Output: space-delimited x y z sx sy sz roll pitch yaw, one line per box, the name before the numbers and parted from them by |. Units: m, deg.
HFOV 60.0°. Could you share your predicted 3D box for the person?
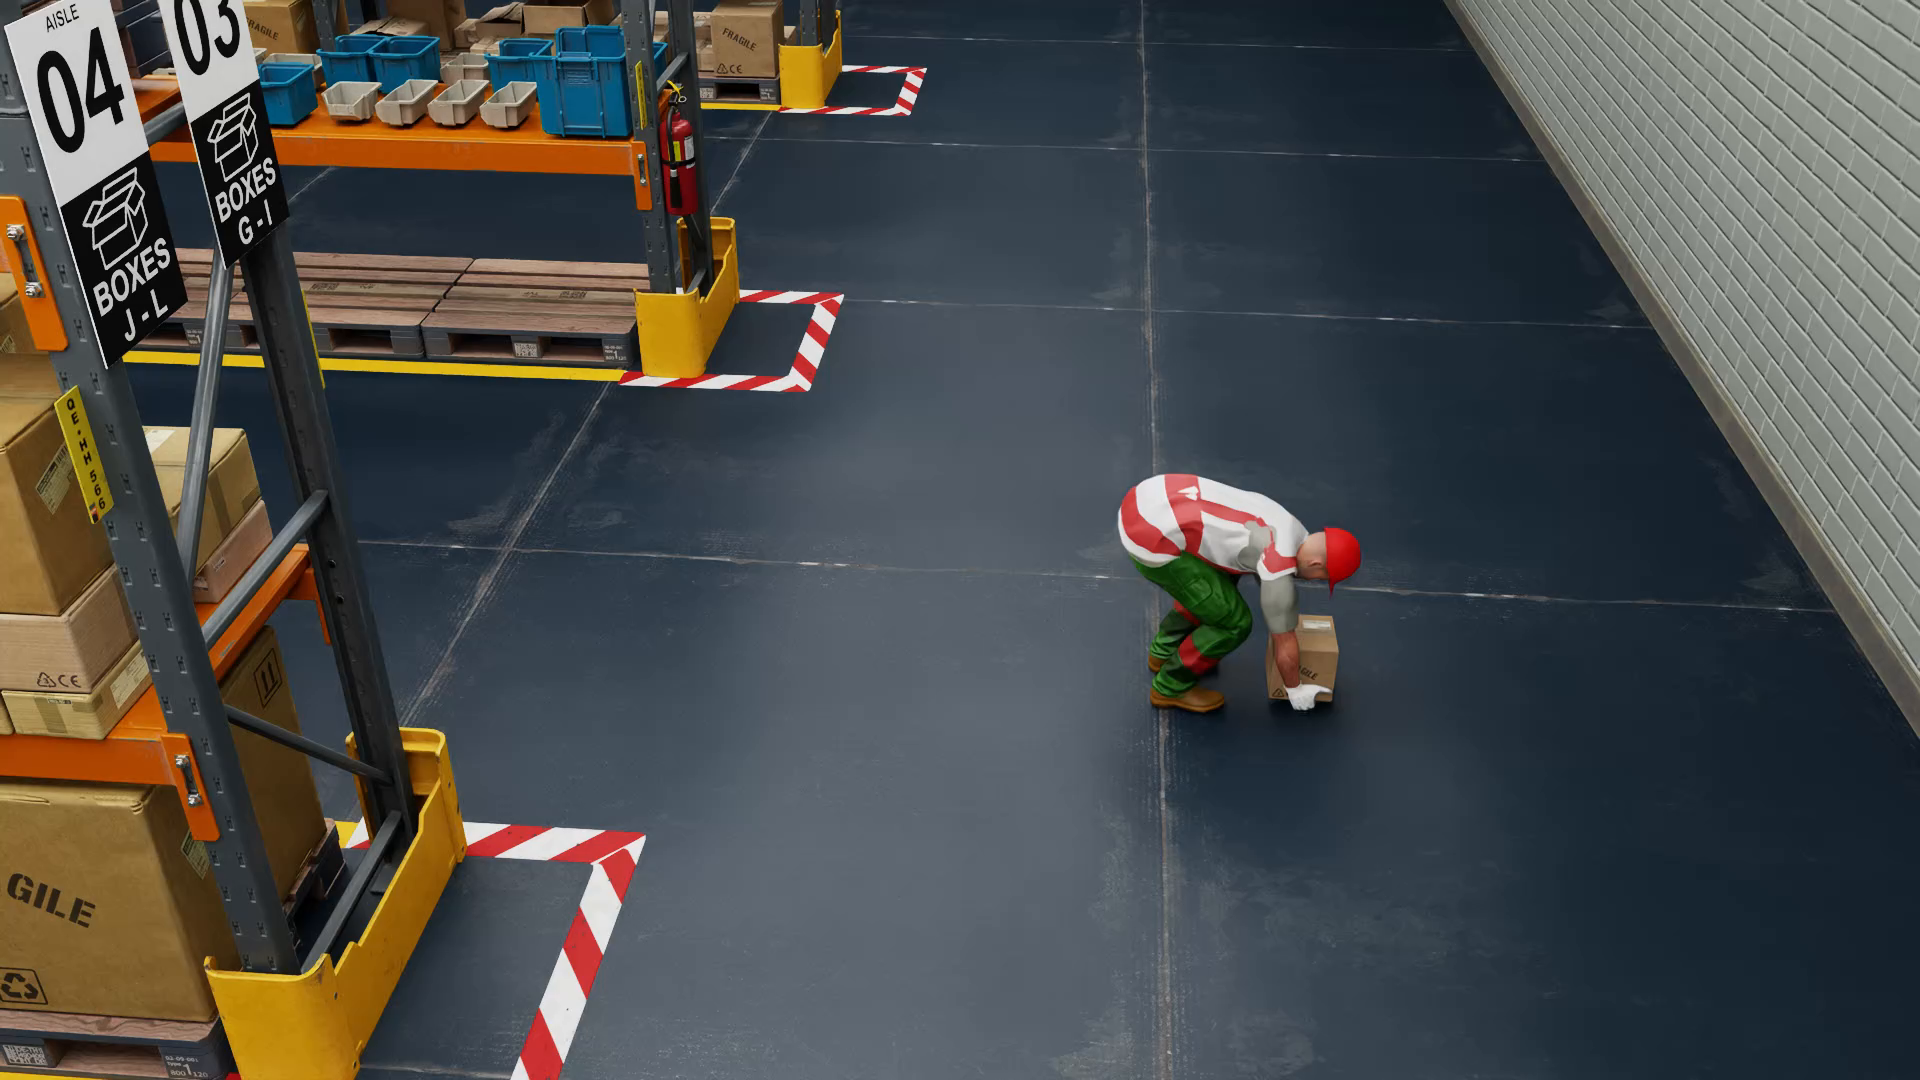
person | 1.087 0.193 6.587 0.949 0.956 0.534 1 32 2
